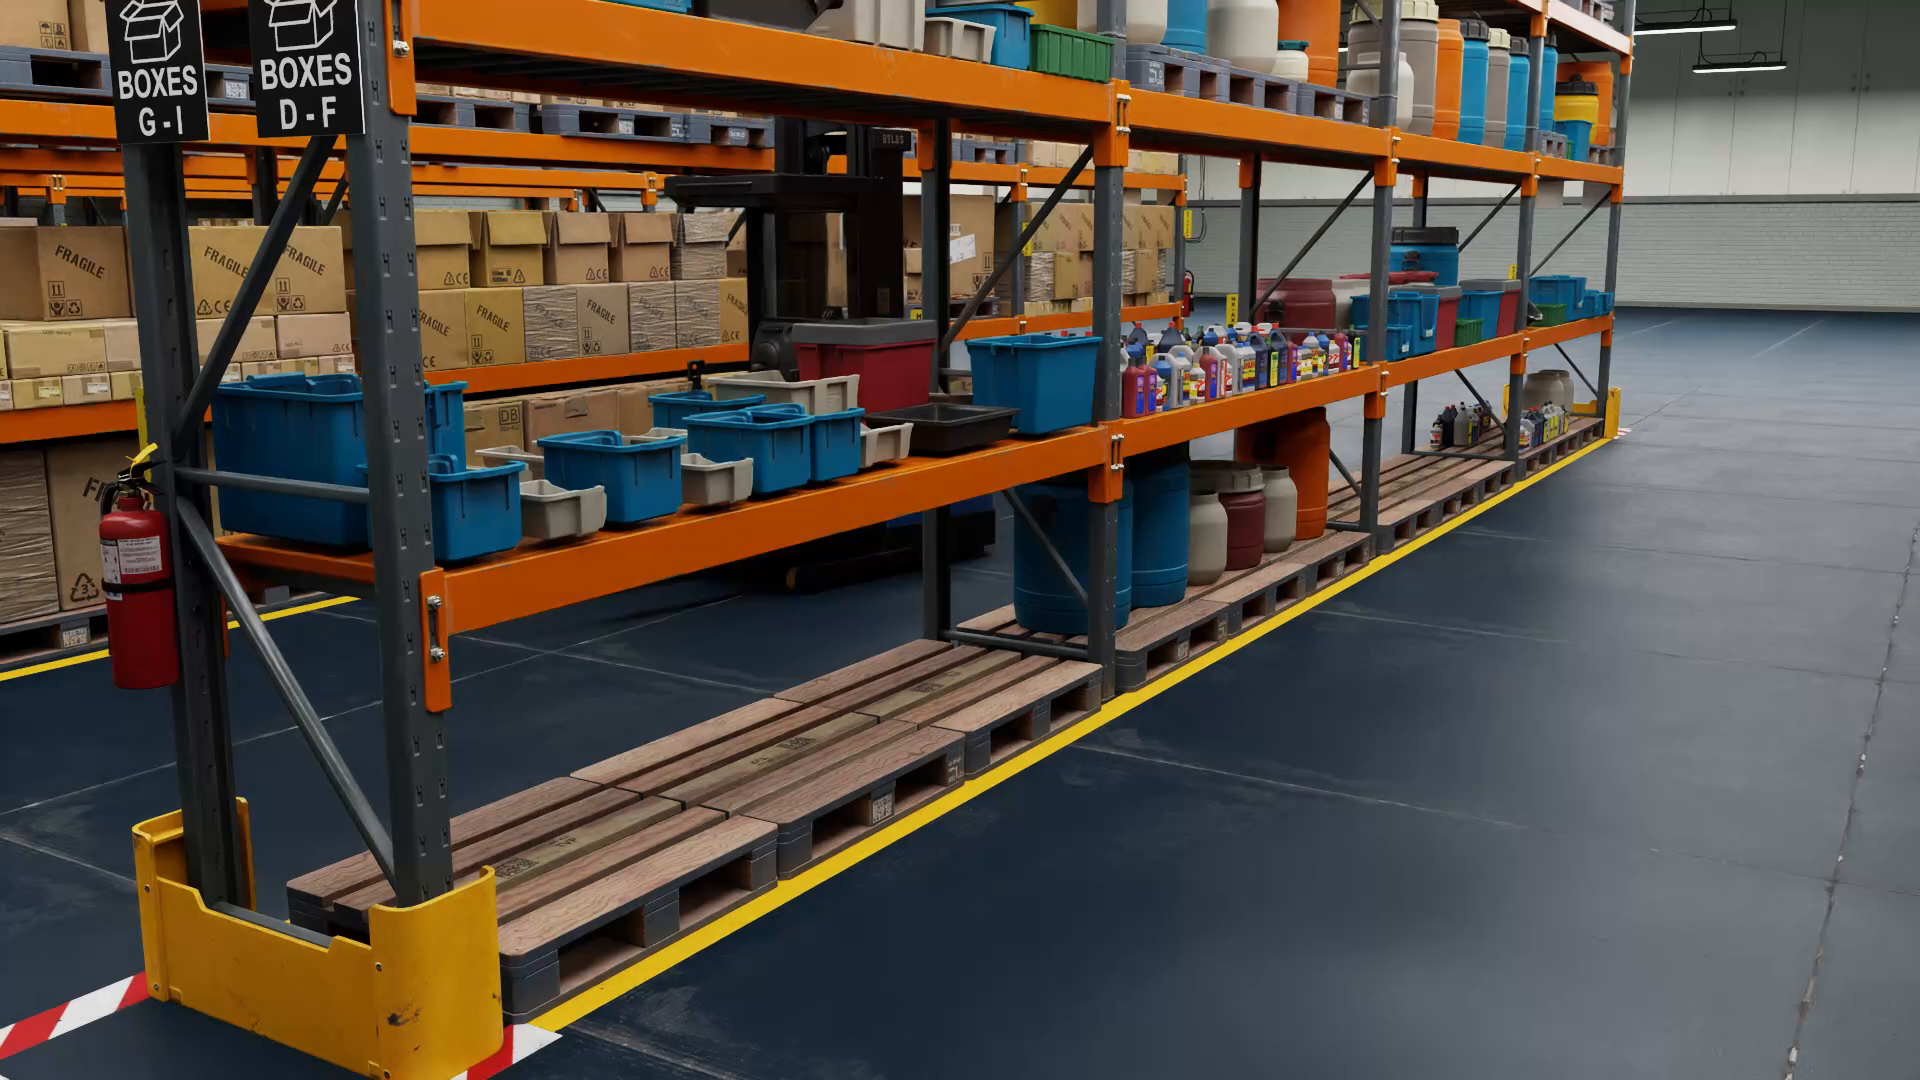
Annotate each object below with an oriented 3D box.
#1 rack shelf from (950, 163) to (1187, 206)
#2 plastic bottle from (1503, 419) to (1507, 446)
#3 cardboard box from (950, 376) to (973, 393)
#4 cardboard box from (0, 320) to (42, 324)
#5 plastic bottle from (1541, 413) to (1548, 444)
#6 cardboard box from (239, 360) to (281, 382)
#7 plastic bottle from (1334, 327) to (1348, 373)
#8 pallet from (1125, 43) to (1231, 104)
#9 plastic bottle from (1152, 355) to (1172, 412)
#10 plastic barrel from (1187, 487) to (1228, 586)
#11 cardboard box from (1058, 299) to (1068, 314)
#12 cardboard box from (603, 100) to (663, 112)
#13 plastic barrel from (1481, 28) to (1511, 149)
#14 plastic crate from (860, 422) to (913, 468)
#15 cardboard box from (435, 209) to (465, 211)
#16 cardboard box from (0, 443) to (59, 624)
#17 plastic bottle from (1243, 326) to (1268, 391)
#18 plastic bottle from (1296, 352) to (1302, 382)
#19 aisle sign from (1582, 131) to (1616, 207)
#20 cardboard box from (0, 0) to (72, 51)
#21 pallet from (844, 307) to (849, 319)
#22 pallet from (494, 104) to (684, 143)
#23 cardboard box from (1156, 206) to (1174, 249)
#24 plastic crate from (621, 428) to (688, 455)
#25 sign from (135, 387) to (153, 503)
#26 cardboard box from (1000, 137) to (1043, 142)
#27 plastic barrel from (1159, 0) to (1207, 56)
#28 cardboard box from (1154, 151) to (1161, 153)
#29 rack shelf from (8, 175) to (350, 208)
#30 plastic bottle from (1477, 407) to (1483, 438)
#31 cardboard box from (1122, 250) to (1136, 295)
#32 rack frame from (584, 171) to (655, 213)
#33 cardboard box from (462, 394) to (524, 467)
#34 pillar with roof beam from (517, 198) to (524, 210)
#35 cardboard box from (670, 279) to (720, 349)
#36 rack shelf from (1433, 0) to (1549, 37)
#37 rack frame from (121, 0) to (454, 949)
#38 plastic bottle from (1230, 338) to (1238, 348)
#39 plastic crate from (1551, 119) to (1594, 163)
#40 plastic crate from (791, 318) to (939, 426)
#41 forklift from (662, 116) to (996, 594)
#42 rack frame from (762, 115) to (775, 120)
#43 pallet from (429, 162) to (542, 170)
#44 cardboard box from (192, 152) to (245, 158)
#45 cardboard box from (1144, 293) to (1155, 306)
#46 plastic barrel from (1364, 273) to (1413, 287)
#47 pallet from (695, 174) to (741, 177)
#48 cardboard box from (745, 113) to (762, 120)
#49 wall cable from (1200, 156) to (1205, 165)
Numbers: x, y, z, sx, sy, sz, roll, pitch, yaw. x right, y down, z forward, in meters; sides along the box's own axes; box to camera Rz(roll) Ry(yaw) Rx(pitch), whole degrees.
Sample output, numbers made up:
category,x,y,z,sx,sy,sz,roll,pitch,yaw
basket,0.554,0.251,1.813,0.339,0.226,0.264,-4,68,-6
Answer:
category,x,y,z,sx,sy,sz,roll,pitch,yaw
rack shelf,1.232,-3.931,18.517,1.077,0.370,4.000,6,12,31
plastic bottle,5.078,-1.038,15.263,0.144,0.351,0.185,6,12,31
cardboard box,-0.143,-1.389,16.732,0.700,0.500,0.500,5,12,26
cardboard box,-5.216,-1.024,8.788,0.500,0.250,0.500,6,12,31
plastic bottle,5.420,-1.042,15.471,0.061,0.283,0.133,7,13,33
cardboard box,-4.105,-0.954,9.494,0.380,0.149,0.250,6,12,30
plastic bottle,2.385,-1.195,10.418,0.061,0.283,0.133,6,12,31
pallet,0.597,-2.278,8.249,1.213,0.211,1.003,6,12,31
plastic bottle,0.993,-0.774,8.201,0.097,0.271,0.097,0,11,0
plastic barrel,1.308,-0.023,9.461,0.421,0.512,0.421,0,11,0
cardboard box,0.932,-2.497,17.739,0.380,0.149,0.250,6,12,31
cardboard box,-2.511,-3.349,12.044,0.500,0.500,0.500,7,13,34
plastic barrel,4.009,-3.540,13.110,0.600,0.901,0.600,0,11,0
plastic crate,-0.373,-0.361,6.201,0.293,0.136,0.466,6,12,31
cardboard box,-7.294,-4.332,23.060,0.700,0.500,0.500,6,12,29
cardboard box,-5.300,-0.022,8.466,0.875,0.875,0.875,6,12,31
plastic bottle,1.628,-1.014,9.266,0.144,0.351,0.185,6,12,31
plastic bottle,1.956,-1.031,9.766,0.097,0.201,0.097,0,11,0
aisle sign,6.795,-3.912,17.549,0.394,0.787,0.004,6,12,31
cardboard box,-4.990,-2.735,8.489,0.700,0.500,0.500,7,13,33
pallet,-1.604,-1.894,14.357,1.213,0.211,1.003,6,12,31
pallet,-2.750,-2.965,11.919,1.003,0.211,1.213,7,13,33
cardboard box,2.196,-3.701,19.690,0.500,0.500,0.500,6,12,31
plastic crate,-1.110,-0.319,5.975,0.298,0.136,0.250,6,12,31
sign,-2.281,-0.265,4.691,0.100,0.325,0.005,6,12,31
cardboard box,0.626,-4.114,16.864,0.380,0.149,0.250,6,12,29
plastic barrel,1.029,-2.974,8.950,0.600,0.901,0.708,6,12,31
cardboard box,2.110,-4.564,19.271,0.380,0.149,0.250,6,12,28
rack shelf,-9.314,-4.248,20.214,1.077,0.370,4.000,6,12,31
plastic bottle,4.962,-1.128,15.930,0.061,0.283,0.133,6,12,31
cardboard box,1.508,-3.071,19.043,0.875,0.500,0.500,6,12,31
rack frame,-3.993,-2.985,19.663,1.000,3.000,0.127,6,12,31
cardboard box,-3.644,-0.502,11.031,1.225,0.875,0.875,6,12,31
pillar with roof beam,-4.781,-8.003,30.161,9.100,9.000,0.548,6,12,31
cardboard box,-2.191,-1.736,12.721,0.500,0.500,0.500,6,12,30
rack shelf,3.389,-4.106,12.390,1.077,0.370,4.000,6,12,31
rack frame,-1.803,-0.135,4.438,1.000,3.000,0.127,6,12,31
plastic bottle,1.726,-1.177,10.542,0.097,0.201,0.097,0,11,0
plastic crate,5.771,-3.789,15.849,0.392,0.384,0.575,6,12,31
plastic crate,-0.404,-0.709,7.165,0.402,0.464,0.583,6,12,31
forklift,-1.141,-1.219,10.416,1.130,2.935,3.031,10,15,43
rack frame,-1.883,-4.815,13.135,1.000,3.000,0.127,6,12,31
pallet,-5.202,-4.020,17.553,1.003,0.211,1.213,7,13,33
cardboard box,-6.660,-3.607,14.563,0.500,0.500,0.500,6,12,31
cardboard box,2.083,-2.853,19.640,0.380,0.149,0.250,6,12,31
plastic barrel,3.362,-1.844,13.199,0.433,0.535,0.433,0,11,0
pallet,-2.925,-4.735,21.098,1.003,0.211,1.213,6,12,31
cardboard box,-1.419,-3.685,13.619,0.500,0.500,0.500,7,12,31
wall cable,8.972,-13.223,52.760,3.097,2.526,0.112,6,12,31
